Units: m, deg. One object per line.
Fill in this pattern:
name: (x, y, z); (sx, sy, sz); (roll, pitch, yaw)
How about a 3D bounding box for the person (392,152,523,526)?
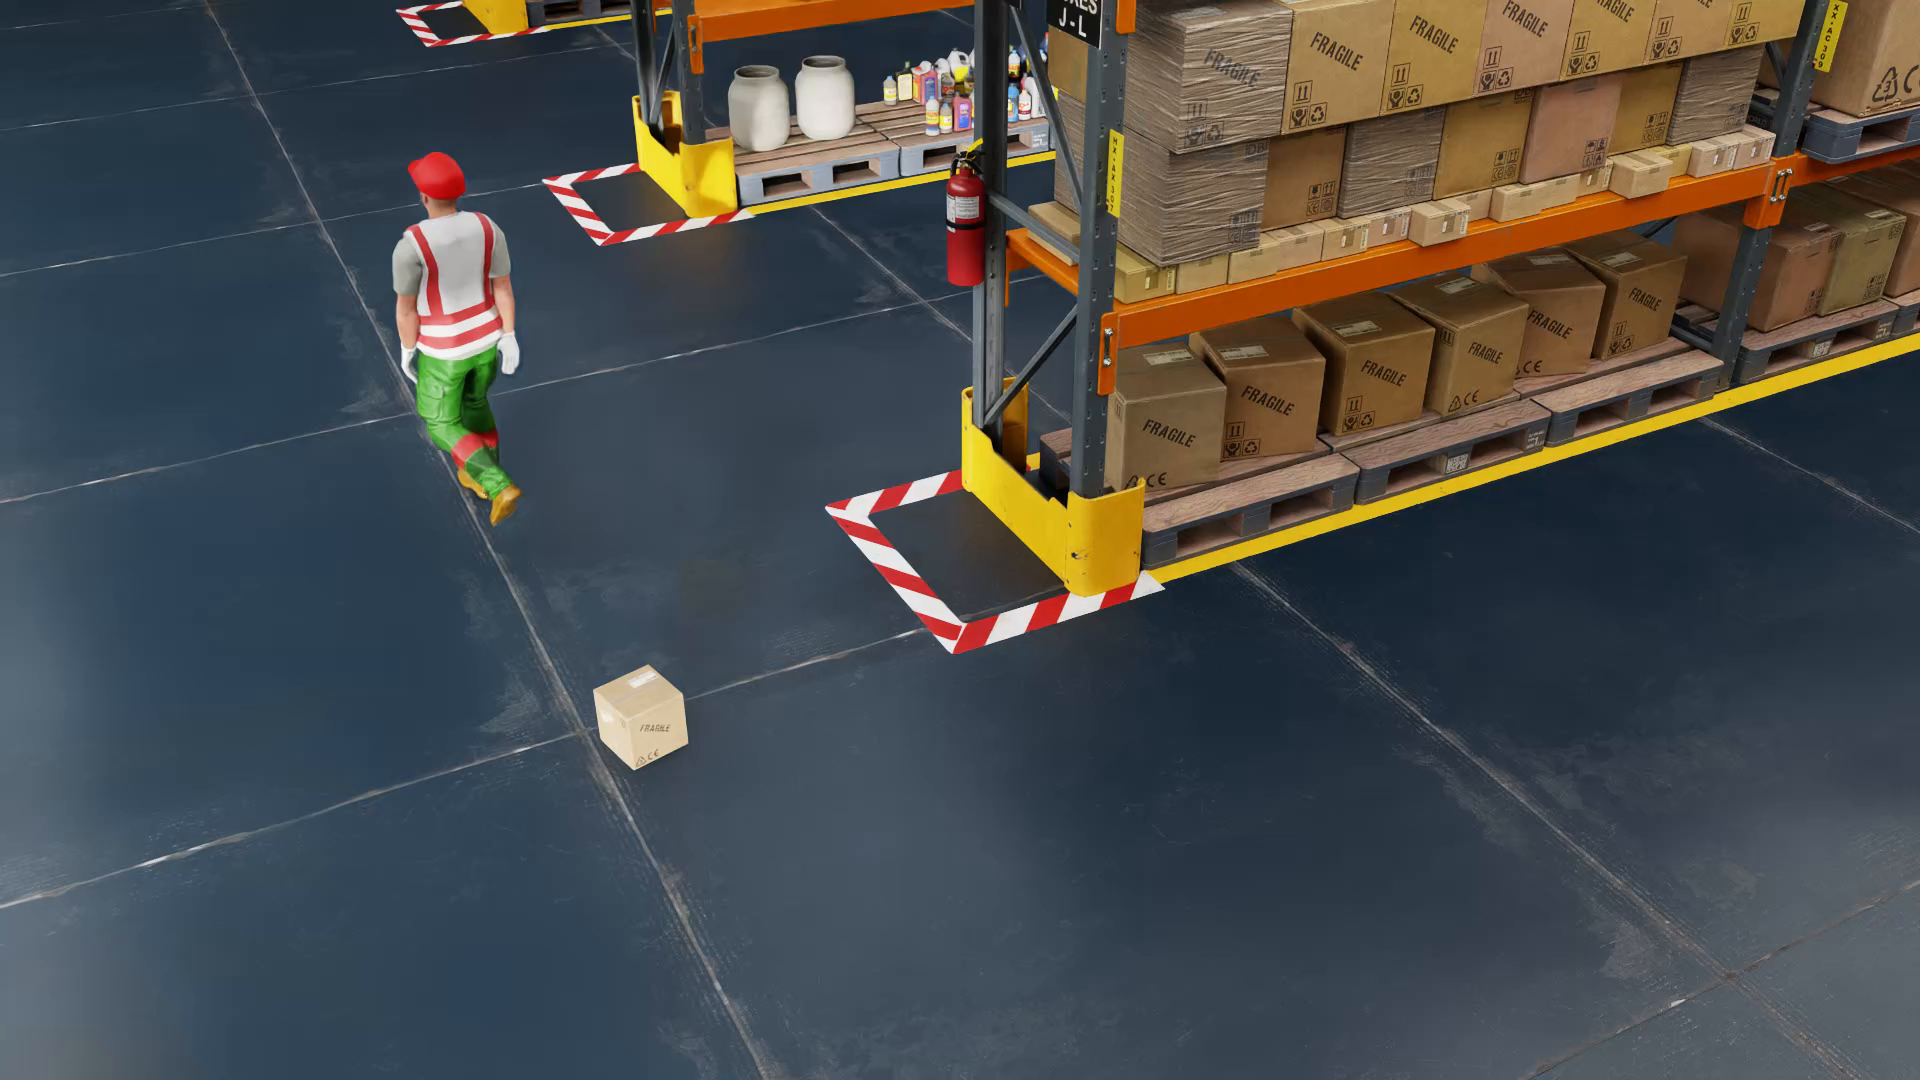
person: (-2.225, -0.877, 7.465); (0.529, 1.762, 0.811); (-28, 42, -36)
